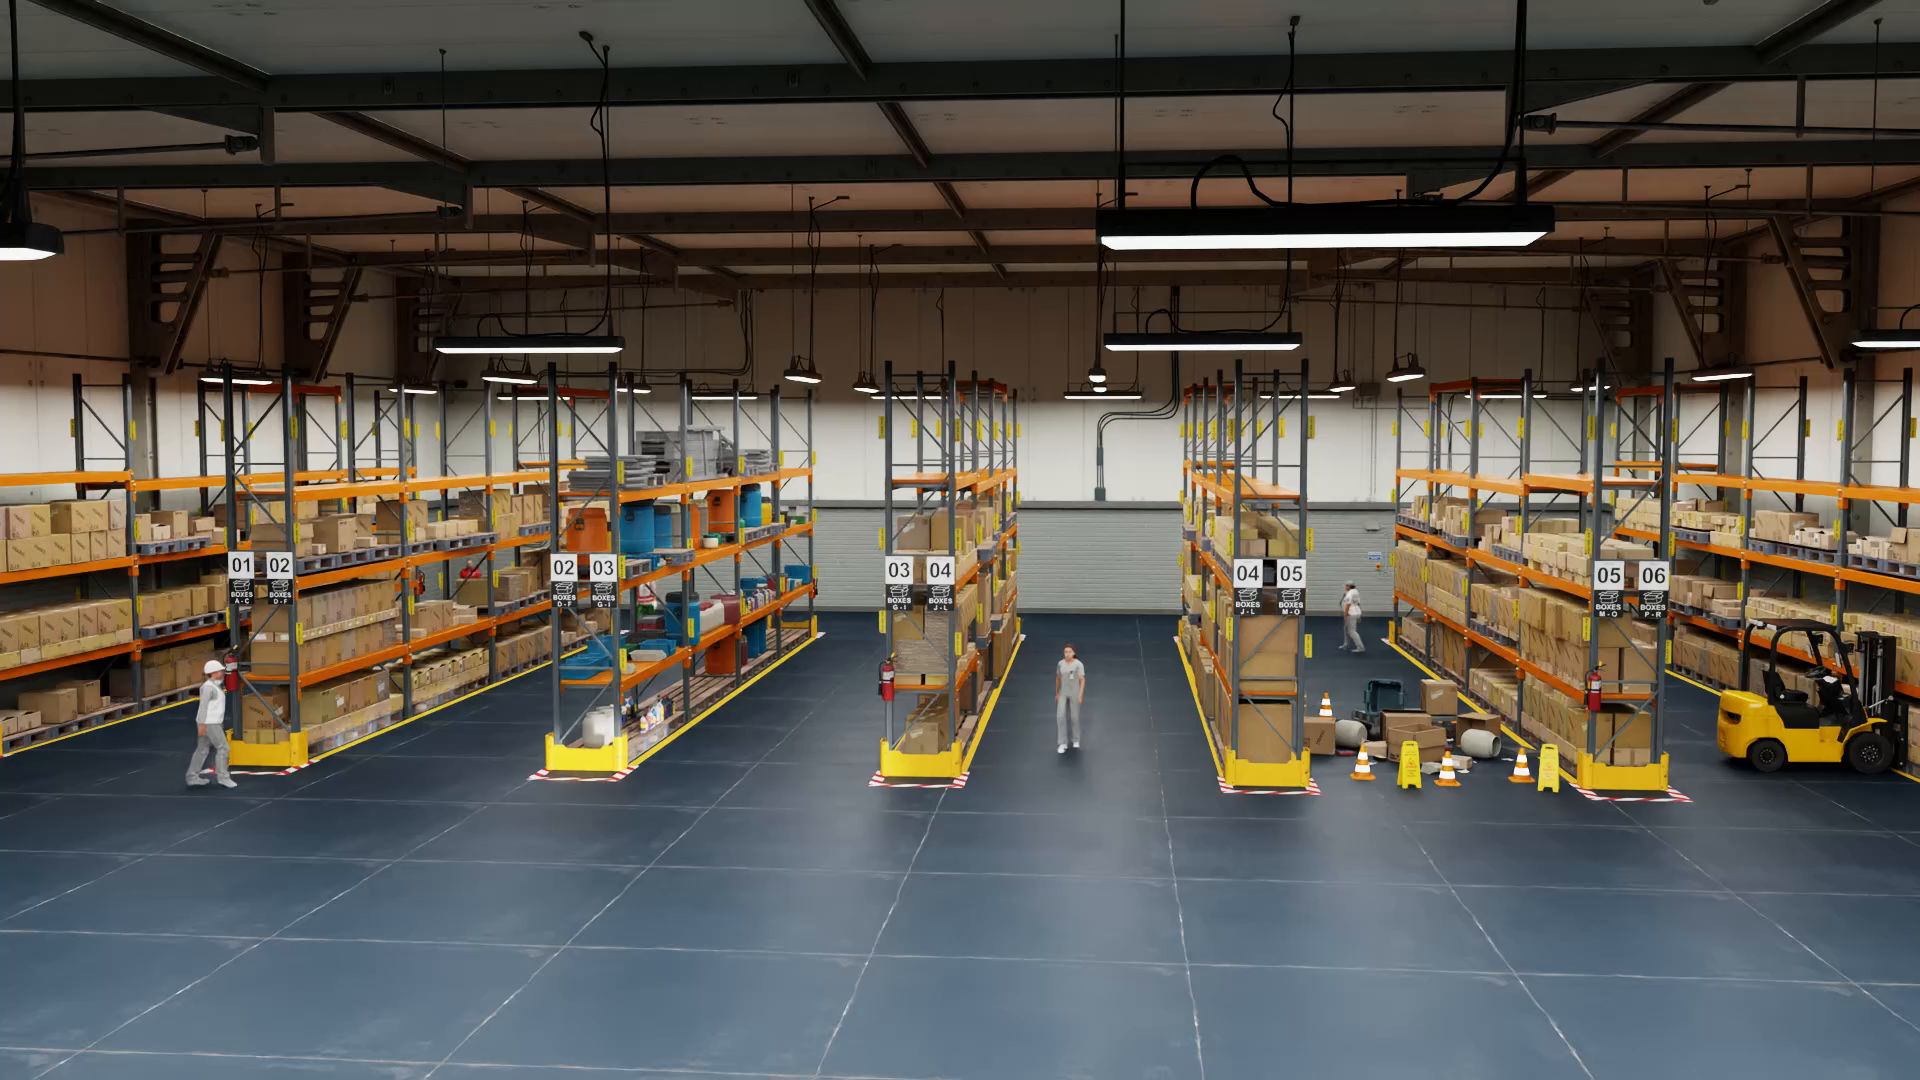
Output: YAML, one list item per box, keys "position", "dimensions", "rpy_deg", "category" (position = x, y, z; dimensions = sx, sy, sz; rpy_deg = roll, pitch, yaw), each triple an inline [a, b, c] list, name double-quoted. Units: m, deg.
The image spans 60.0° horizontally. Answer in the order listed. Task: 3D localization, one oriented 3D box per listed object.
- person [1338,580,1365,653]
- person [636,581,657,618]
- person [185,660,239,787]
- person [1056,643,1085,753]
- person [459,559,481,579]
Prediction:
- position: [8.860, 1.713, 37.618]
  dimensions: [0.800, 1.627, 0.550]
  rpy_deg: [3, 5, 36]
  category: "person"
- position: [-7.484, 1.510, 39.472]
  dimensions: [0.605, 1.715, 1.069]
  rpy_deg: [0, 4, 1]
  category: "person"
- position: [-10.571, 2.567, 23.426]
  dimensions: [0.670, 1.740, 0.558]
  rpy_deg: [-2, 4, -26]
  category: "person"
- position: [1.715, 2.461, 26.076]
  dimensions: [0.501, 1.698, 0.618]
  rpy_deg: [2, 4, 22]
  category: "person"
- position: [-12.639, 1.327, 42.781]
  dimensions: [0.613, 1.660, 1.062]
  rpy_deg: [0, 4, -5]
  category: "person"
